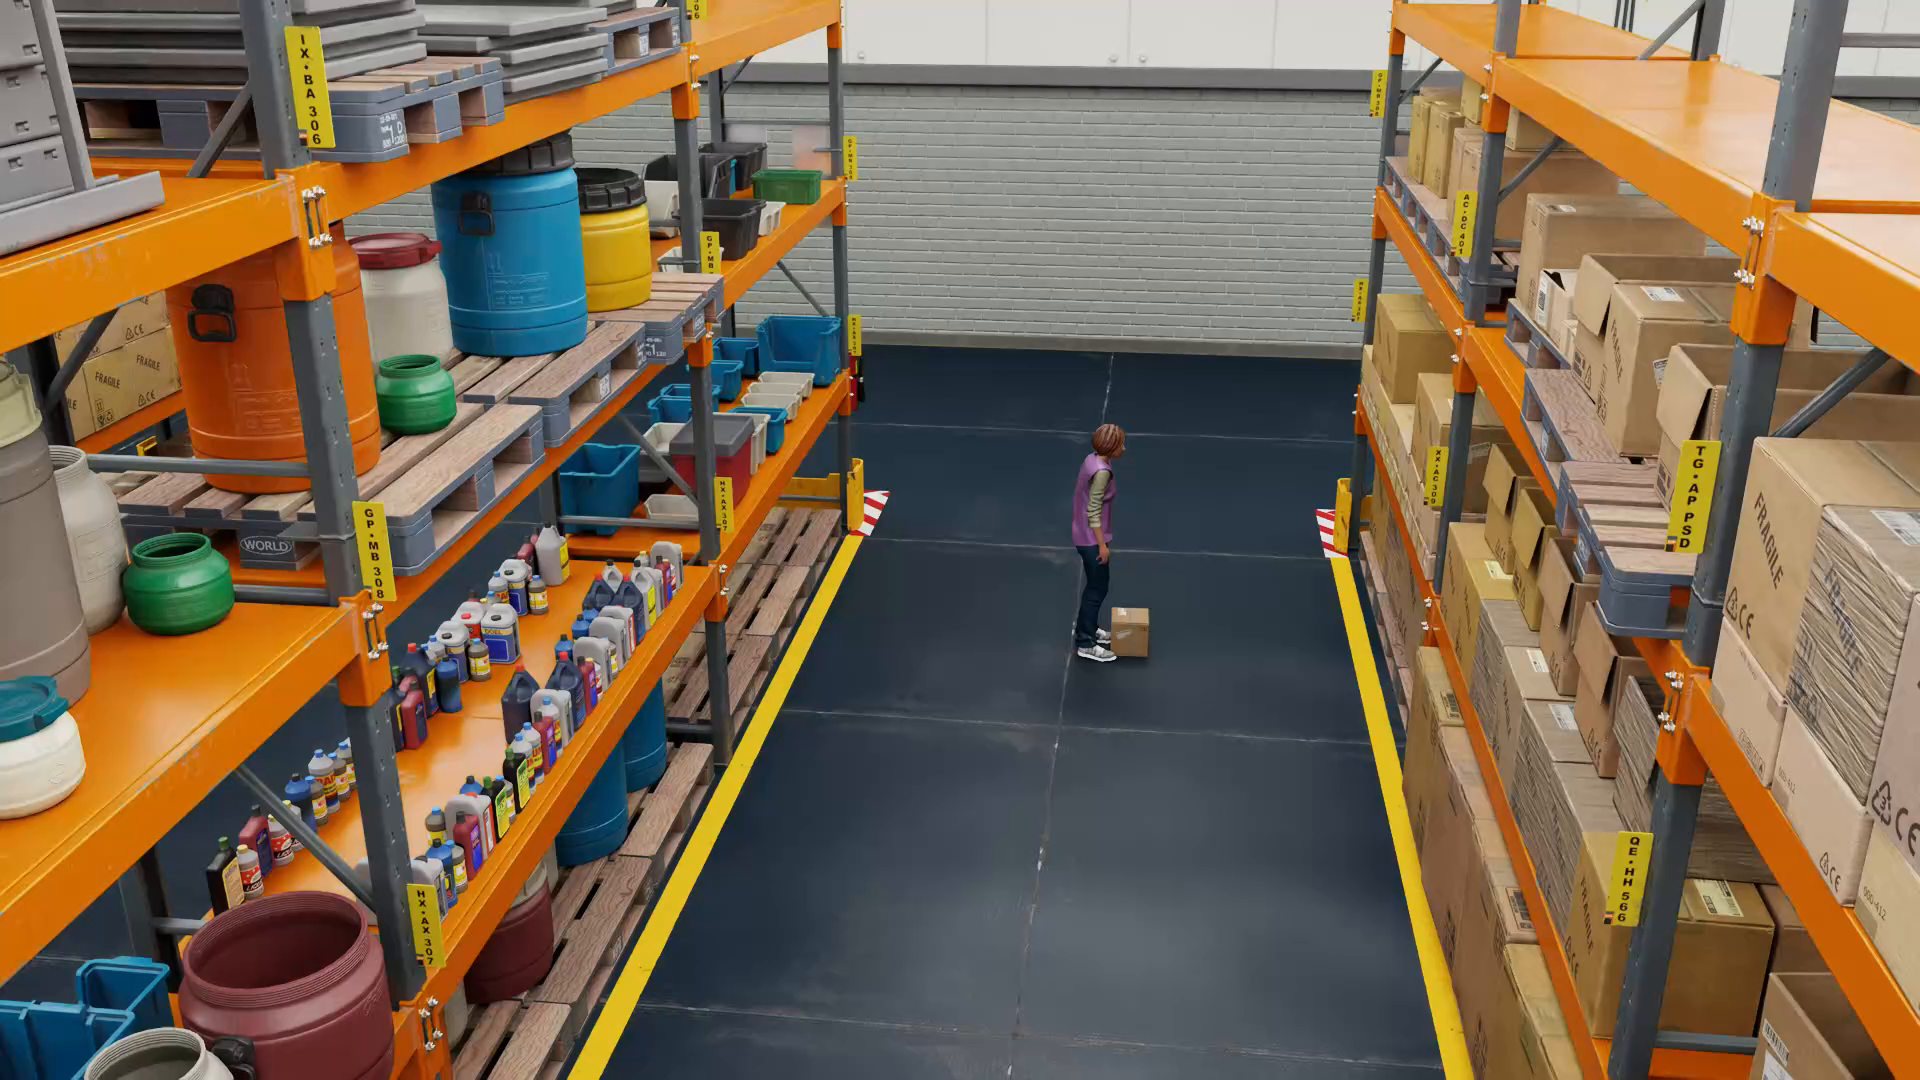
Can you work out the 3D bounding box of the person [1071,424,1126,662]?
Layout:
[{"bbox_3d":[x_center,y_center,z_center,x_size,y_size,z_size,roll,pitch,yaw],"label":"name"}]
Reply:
[{"bbox_3d":[0.912,-0.006,11.114,0.340,1.594,0.484,1,22,4],"label":"person"}]
